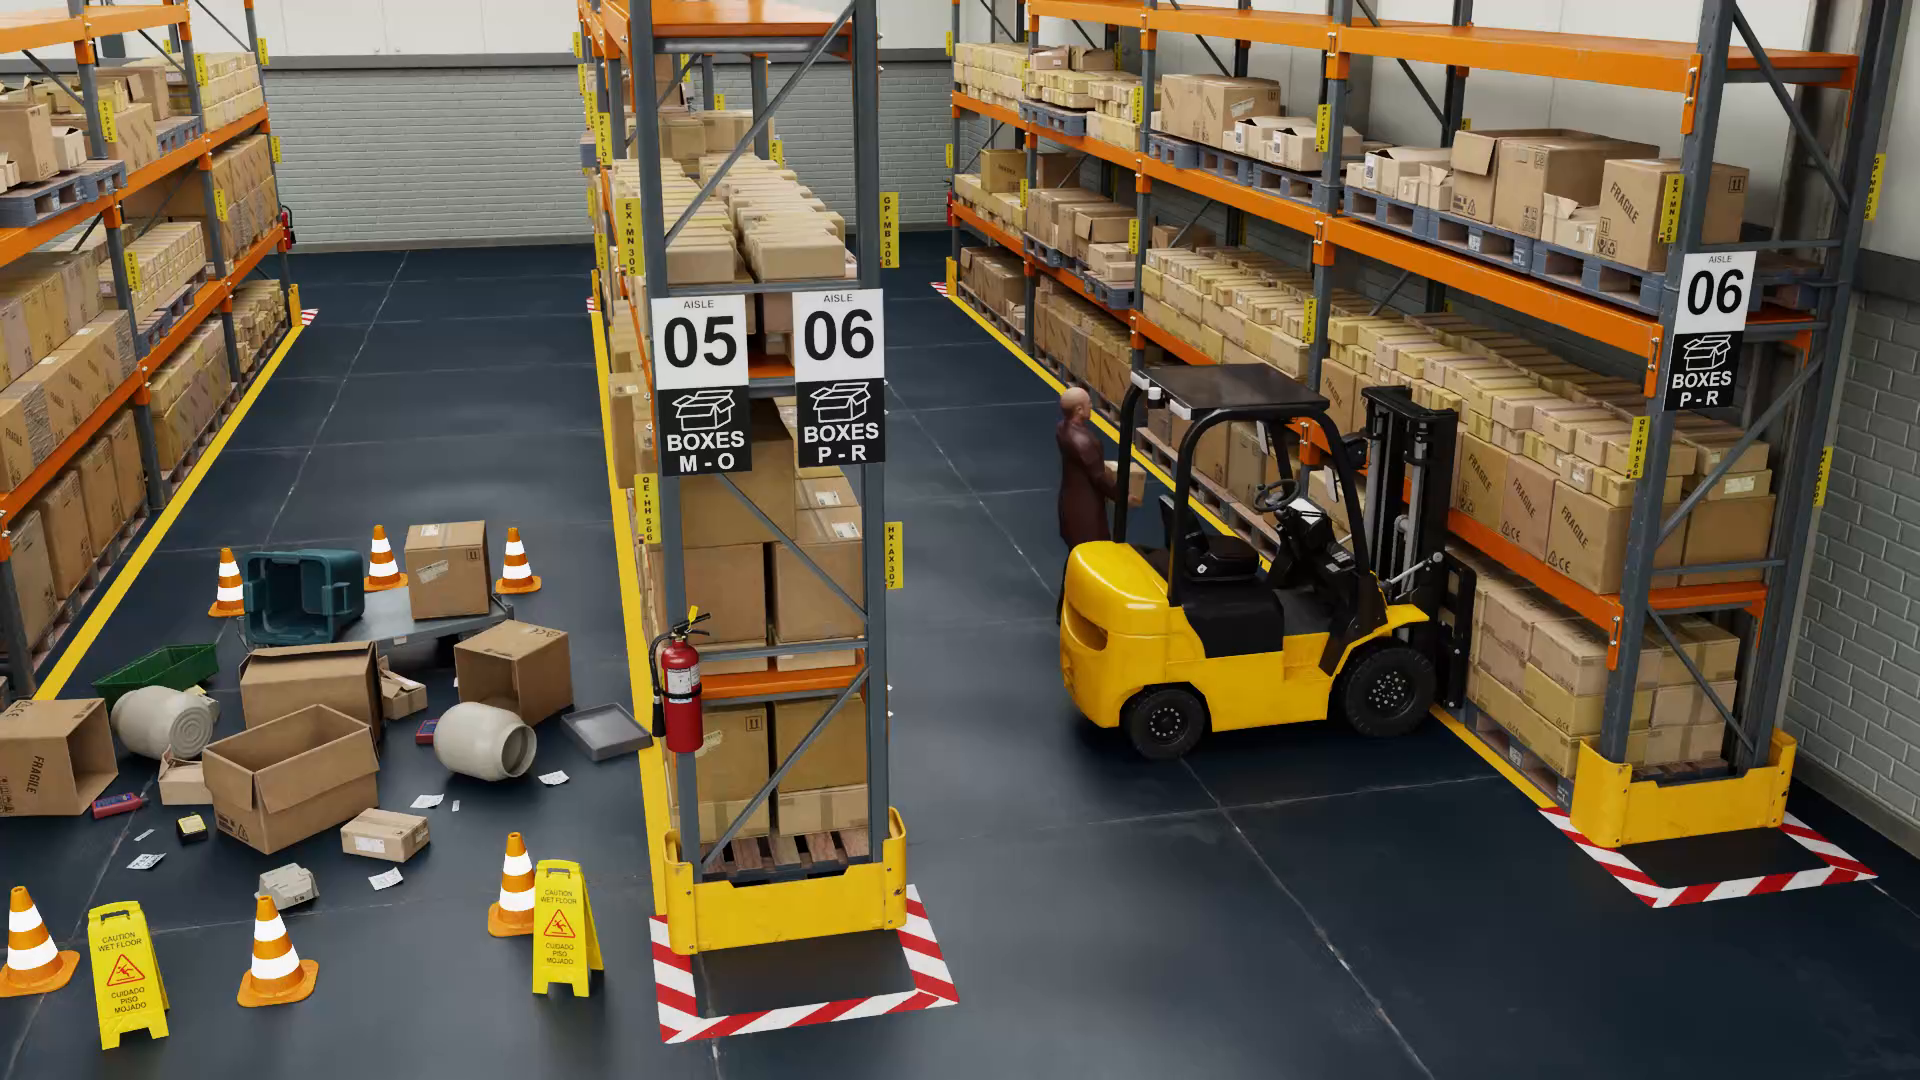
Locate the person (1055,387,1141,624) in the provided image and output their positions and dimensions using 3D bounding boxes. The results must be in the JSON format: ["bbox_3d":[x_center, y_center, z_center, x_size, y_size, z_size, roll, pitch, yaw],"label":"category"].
[{"bbox_3d":[0.960,-0.216,11.718,0.561,1.772,0.529,-4,20,-11],"label":"person"}]
